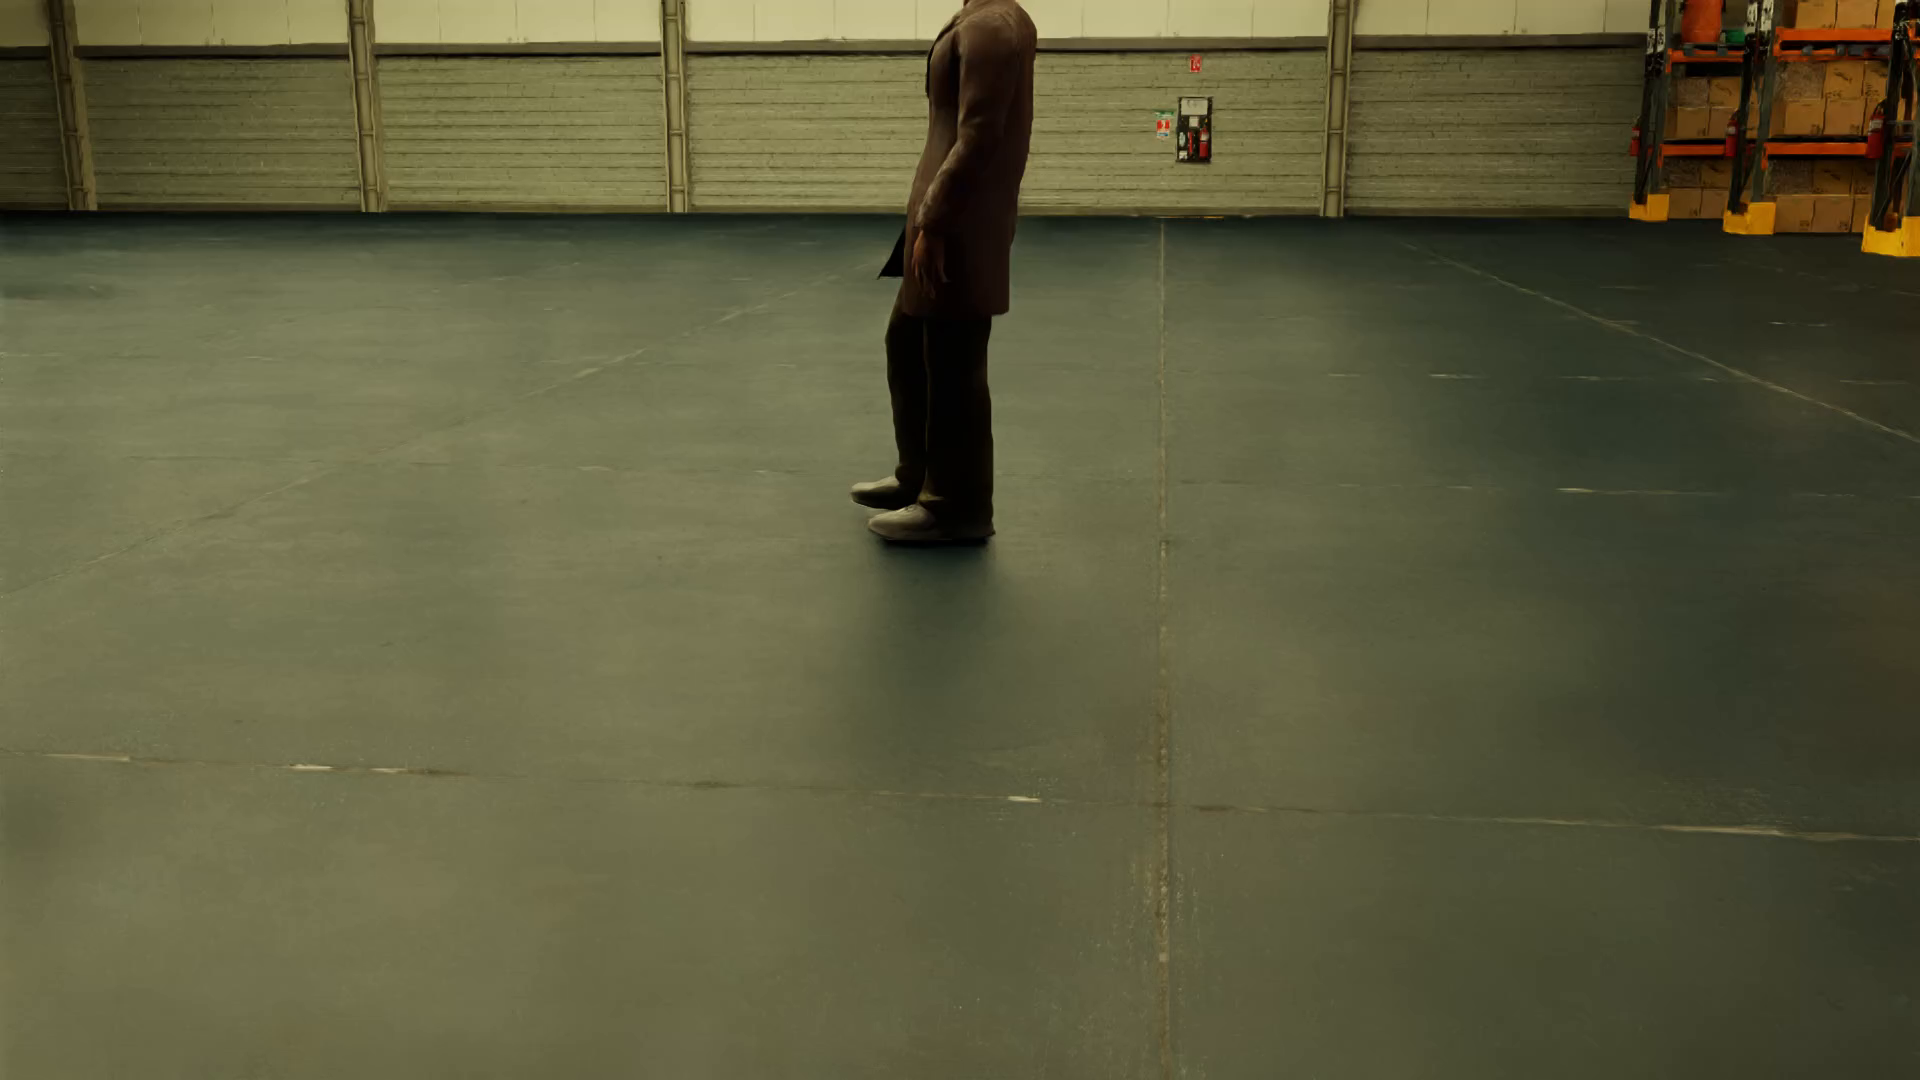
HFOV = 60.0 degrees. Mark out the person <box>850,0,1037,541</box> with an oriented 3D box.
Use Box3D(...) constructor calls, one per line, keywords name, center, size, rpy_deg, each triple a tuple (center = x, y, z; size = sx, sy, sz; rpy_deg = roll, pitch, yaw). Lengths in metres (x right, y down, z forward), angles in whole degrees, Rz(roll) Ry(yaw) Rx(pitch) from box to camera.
Box3D(name="person", center=(-0.088, -0.878, 4.757), size=(0.586, 1.775, 0.694), rpy_deg=(2, 13, 7))
